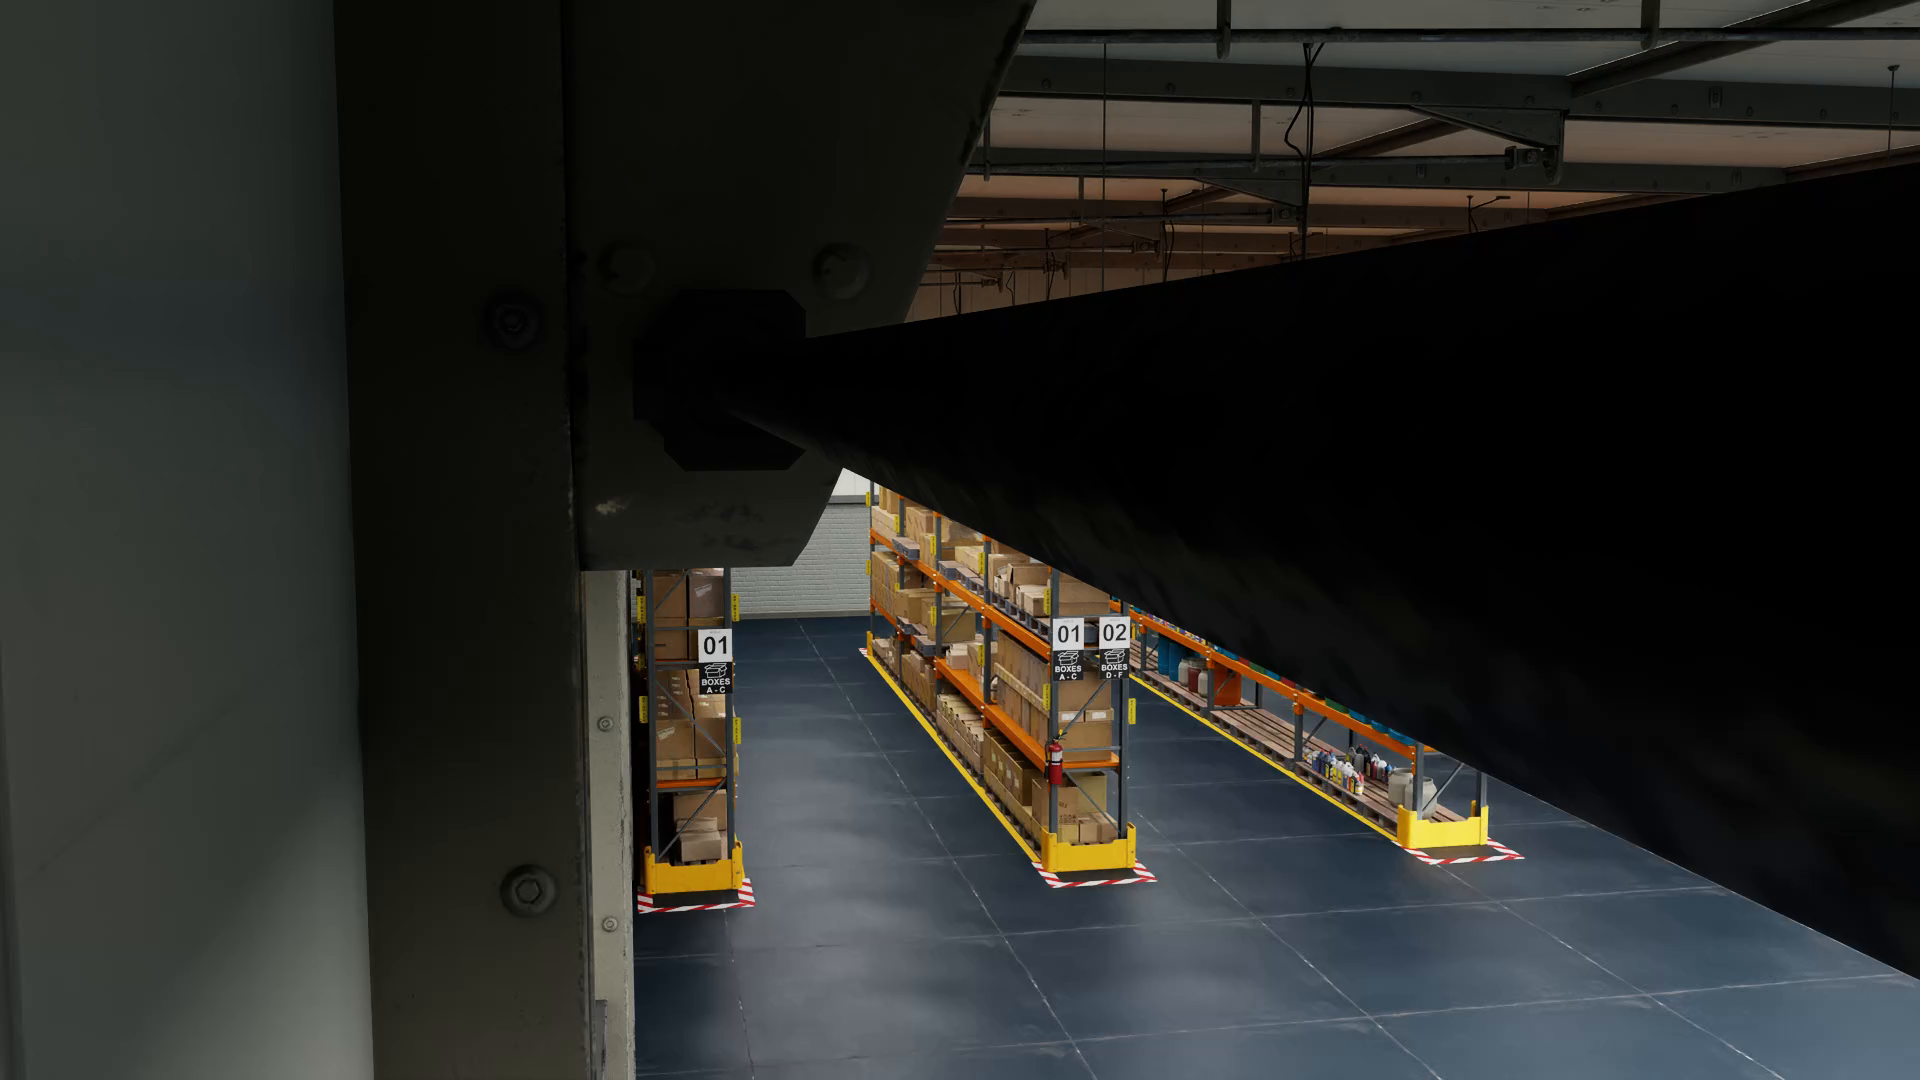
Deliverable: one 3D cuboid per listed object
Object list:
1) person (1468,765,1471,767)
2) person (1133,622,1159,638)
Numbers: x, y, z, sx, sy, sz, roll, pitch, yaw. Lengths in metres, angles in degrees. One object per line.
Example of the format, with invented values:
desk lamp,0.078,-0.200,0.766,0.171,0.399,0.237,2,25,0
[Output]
person,8.008,2.789,26.717,0.520,1.579,0.926,-3,6,-23
person,4.319,1.549,38.609,0.781,1.572,0.569,1,6,10
